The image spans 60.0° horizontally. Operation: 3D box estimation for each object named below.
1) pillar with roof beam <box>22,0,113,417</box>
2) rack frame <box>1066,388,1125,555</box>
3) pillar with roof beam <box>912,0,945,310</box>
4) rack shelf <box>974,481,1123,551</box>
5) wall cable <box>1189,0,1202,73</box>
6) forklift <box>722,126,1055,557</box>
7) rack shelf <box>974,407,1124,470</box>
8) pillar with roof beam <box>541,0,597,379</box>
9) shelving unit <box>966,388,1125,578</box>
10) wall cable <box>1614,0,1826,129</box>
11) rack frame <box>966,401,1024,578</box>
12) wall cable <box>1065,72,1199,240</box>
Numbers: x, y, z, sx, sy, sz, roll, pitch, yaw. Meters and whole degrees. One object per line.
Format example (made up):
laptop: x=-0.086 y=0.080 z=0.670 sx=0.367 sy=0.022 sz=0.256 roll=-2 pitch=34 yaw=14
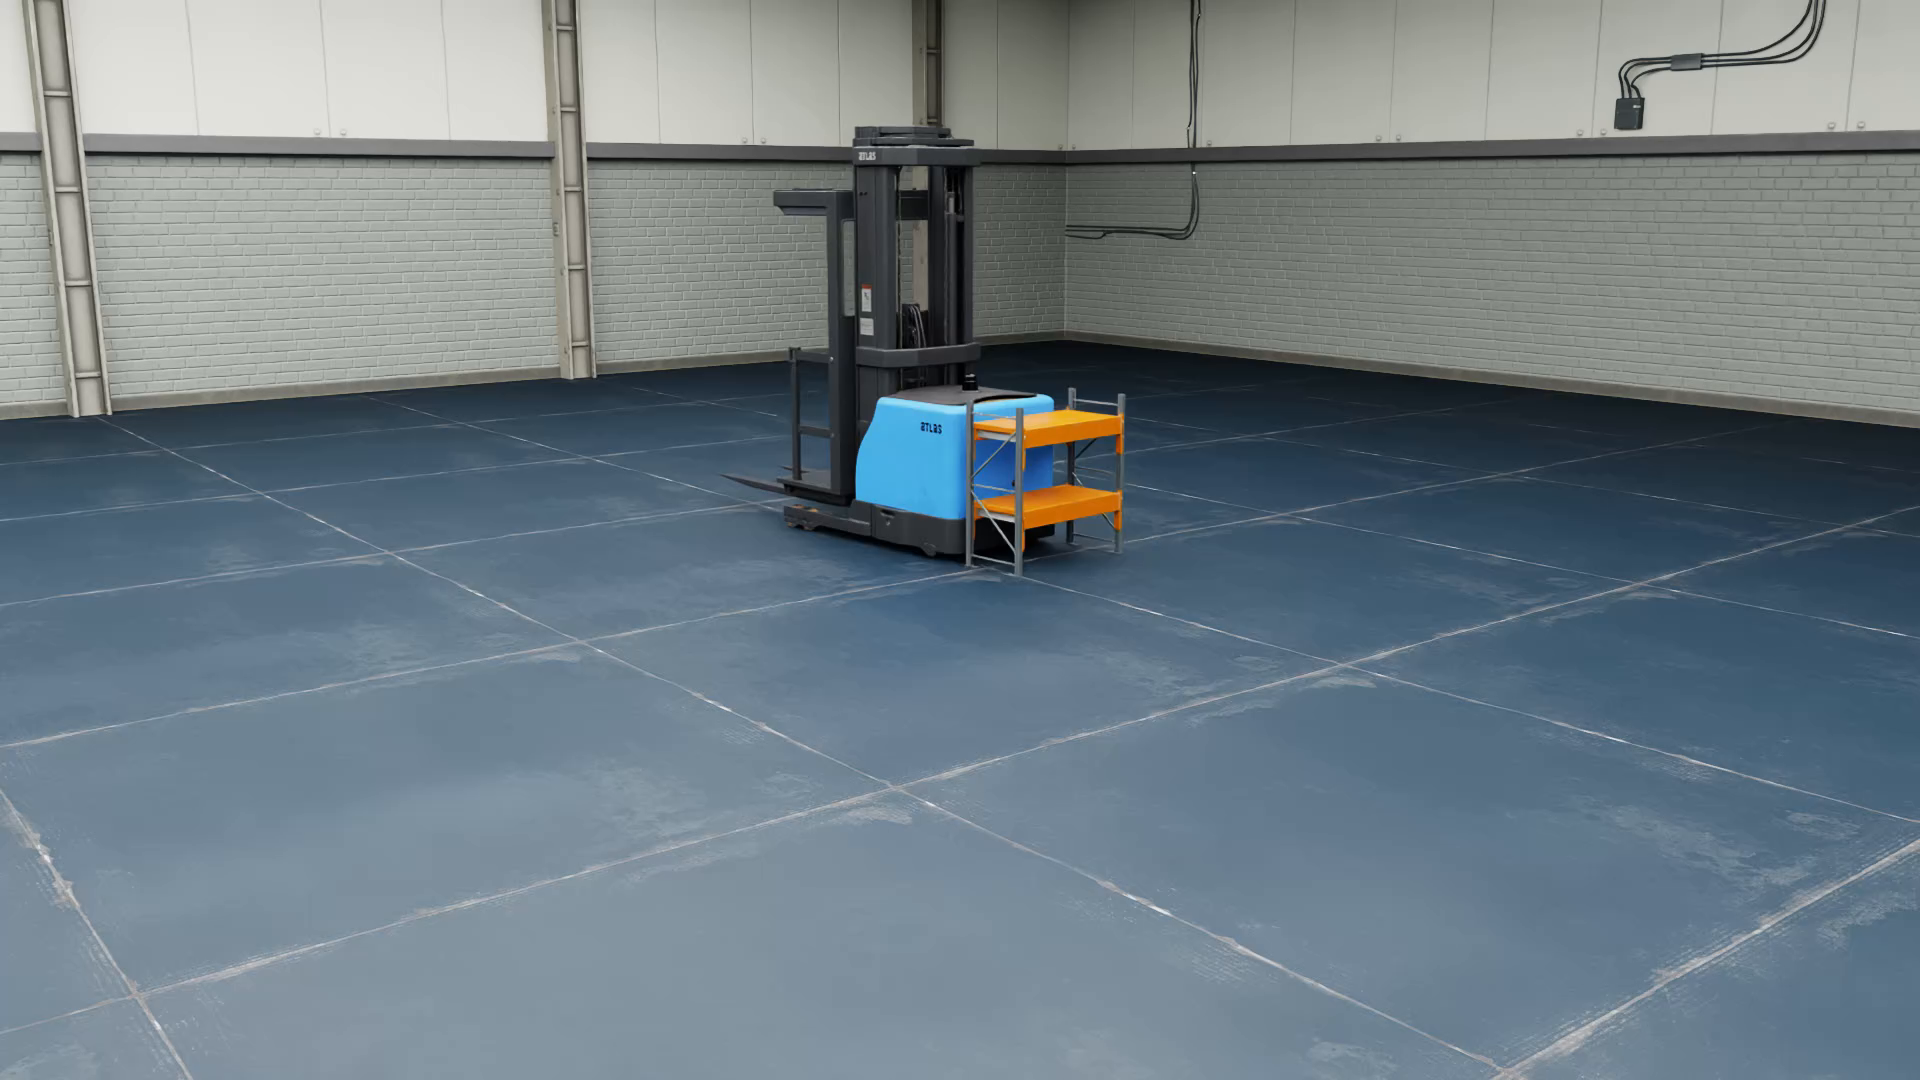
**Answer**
pillar with roof beam: x=-7.159 y=-5.126 z=14.606 sx=0.400 sy=9.000 sz=9.100 roll=-9 pitch=15 yaw=-38
rack frame: x=0.952 y=-0.487 z=11.714 sx=0.032 sy=1.125 sz=0.500 roll=-11 pitch=17 yaw=-43
pillar with roof beam: x=2.211 y=-6.684 z=21.939 sx=0.400 sy=9.000 sz=9.100 roll=-9 pitch=15 yaw=-38
rack shelf: x=0.589 y=-0.174 z=11.417 sx=1.000 sy=0.278 sz=0.538 roll=-11 pitch=17 yaw=-43
wall cable: x=4.338 y=-8.062 z=23.749 sx=0.112 sy=2.526 sz=3.097 roll=-9 pitch=15 yaw=-38
forklift: x=-0.682 y=-1.564 z=12.435 sx=1.130 sy=2.935 sz=3.031 roll=-11 pitch=16 yaw=-41
rack shelf: x=0.589 y=-0.700 z=11.305 sx=1.000 sy=0.278 sz=0.538 roll=-11 pitch=17 yaw=-43
pillar with roof beam: x=-2.474 y=-5.905 z=18.273 sx=0.400 sy=9.000 sz=9.100 roll=-9 pitch=15 yaw=-38
shelving unit: x=0.589 y=-0.413 z=11.366 sx=1.048 sy=1.125 sz=0.538 roll=-11 pitch=17 yaw=-43
wall cable: x=8.566 y=-7.671 z=18.403 sx=0.169 sy=6.003 sz=2.305 roll=-9 pitch=15 yaw=-38
rack frame: x=0.226 y=-0.339 z=11.018 sx=0.032 sy=1.125 sz=0.500 roll=-11 pitch=17 yaw=-43
wall cable: x=2.648 y=-6.031 z=26.340 sx=0.112 sy=2.526 sz=3.097 roll=-9 pitch=15 yaw=-38
